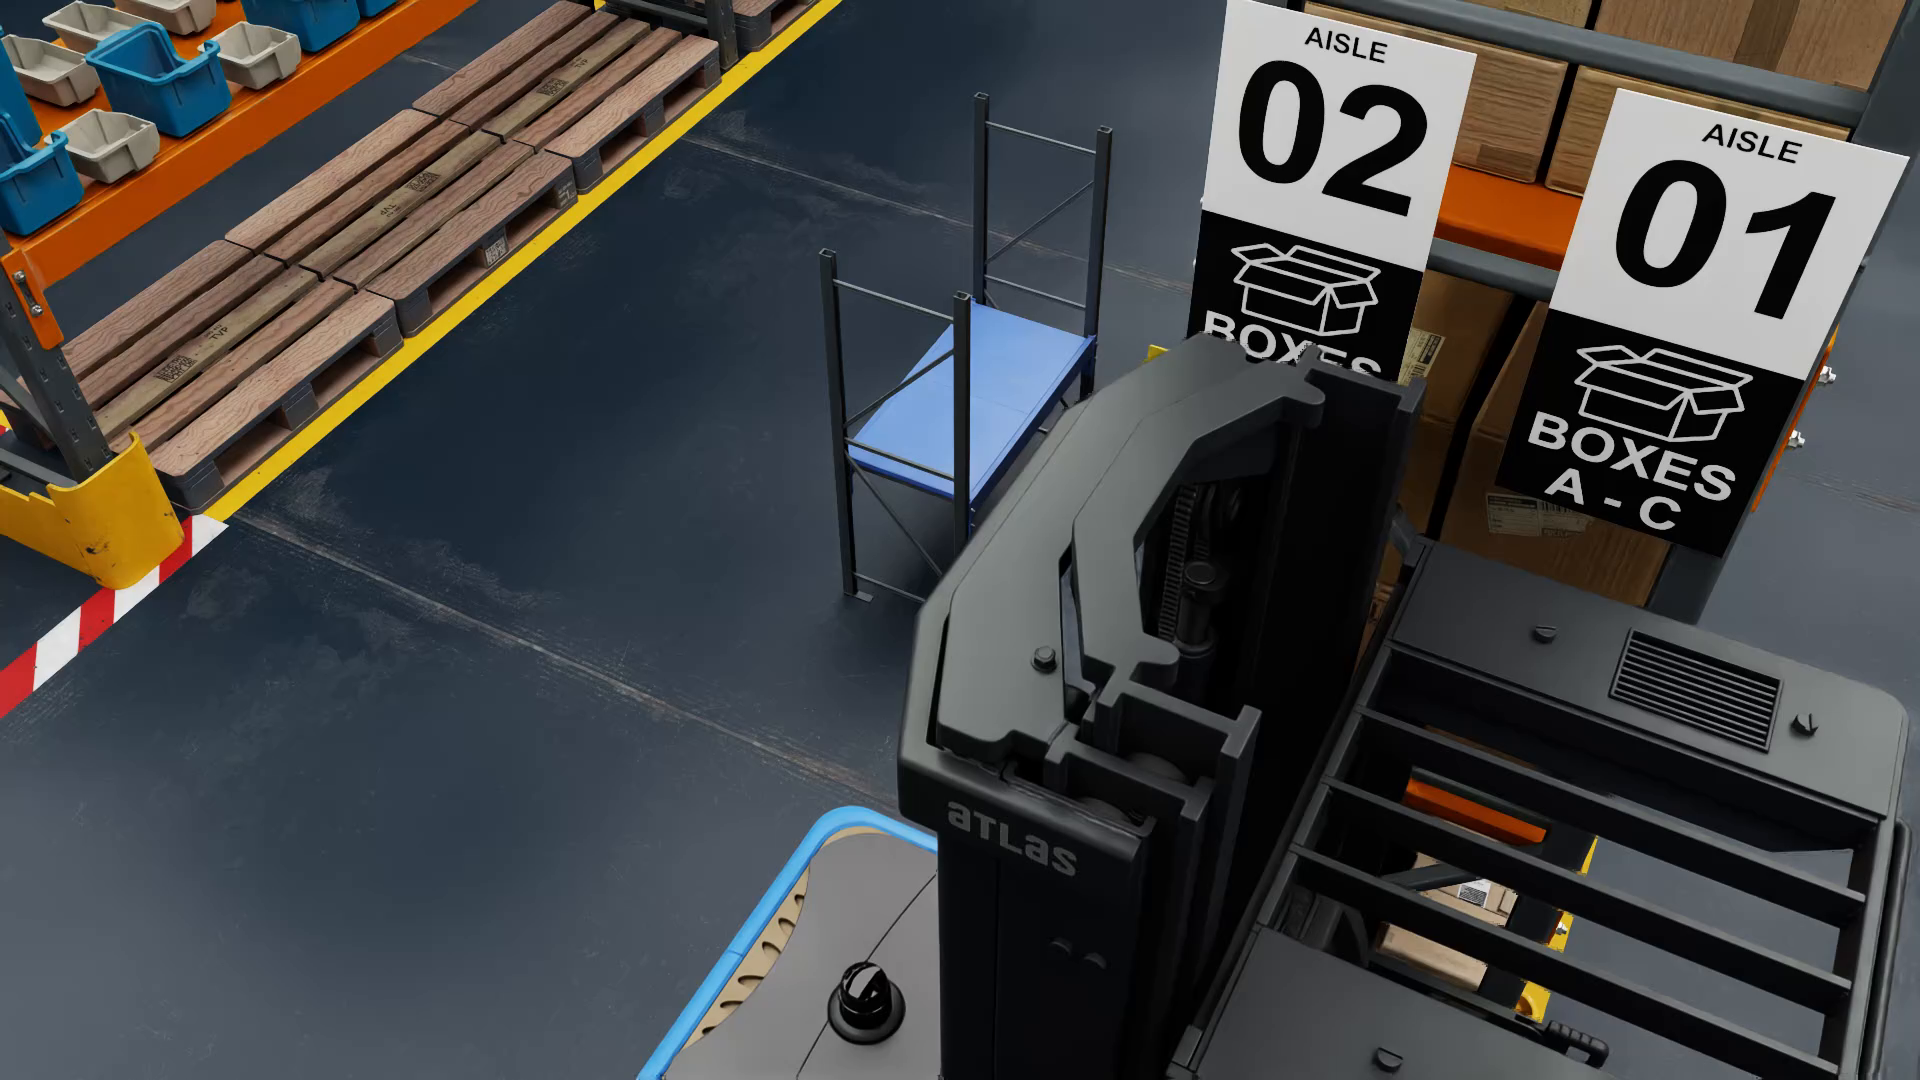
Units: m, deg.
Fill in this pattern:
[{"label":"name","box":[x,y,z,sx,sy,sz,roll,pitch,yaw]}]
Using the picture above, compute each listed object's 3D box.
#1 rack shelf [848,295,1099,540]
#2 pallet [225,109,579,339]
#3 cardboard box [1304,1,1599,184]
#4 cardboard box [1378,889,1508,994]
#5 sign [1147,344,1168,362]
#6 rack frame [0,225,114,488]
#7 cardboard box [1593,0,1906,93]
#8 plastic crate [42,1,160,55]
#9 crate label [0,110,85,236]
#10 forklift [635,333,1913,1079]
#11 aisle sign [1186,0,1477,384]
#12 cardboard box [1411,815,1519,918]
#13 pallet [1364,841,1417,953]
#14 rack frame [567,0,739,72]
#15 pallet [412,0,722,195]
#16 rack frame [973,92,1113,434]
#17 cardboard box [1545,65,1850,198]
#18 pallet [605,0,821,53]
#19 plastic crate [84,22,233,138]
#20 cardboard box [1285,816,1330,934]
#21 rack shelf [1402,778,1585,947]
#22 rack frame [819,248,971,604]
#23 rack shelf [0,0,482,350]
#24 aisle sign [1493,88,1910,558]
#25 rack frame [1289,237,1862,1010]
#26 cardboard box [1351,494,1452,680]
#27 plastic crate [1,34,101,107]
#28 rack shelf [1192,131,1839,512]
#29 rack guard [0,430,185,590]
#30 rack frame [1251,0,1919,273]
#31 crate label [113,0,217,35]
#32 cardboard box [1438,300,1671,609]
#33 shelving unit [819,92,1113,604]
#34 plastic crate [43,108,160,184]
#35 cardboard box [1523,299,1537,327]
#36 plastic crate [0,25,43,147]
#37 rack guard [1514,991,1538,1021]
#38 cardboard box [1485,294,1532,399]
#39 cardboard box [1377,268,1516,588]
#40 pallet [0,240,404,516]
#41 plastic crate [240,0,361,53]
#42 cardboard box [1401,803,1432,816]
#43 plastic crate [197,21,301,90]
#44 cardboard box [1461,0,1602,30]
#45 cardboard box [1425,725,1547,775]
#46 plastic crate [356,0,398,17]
[{"label":"rack shelf","box":[0.040,-0.455,5.898,0.538,0.185,1.000,20,49,19]},{"label":"pallet","box":[-2.504,-1.468,7.552,1.003,0.211,1.213,20,49,19]},{"label":"cardboard box","box":[0.902,-0.950,3.076,0.500,0.250,0.500,20,49,19]},{"label":"cardboard box","box":[1.396,1.160,4.690,0.380,0.149,0.250,20,49,19]},{"label":"sign","box":[0.415,-0.252,3.353,0.100,0.325,0.005,20,49,19]},{"label":"rack frame","box":[-3.488,-1.175,5.303,1.000,3.000,0.127,20,49,19]},{"label":"cardboard box","box":[1.366,-0.953,2.728,0.500,0.250,0.500,20,49,19]},{"label":"plastic crate","box":[-3.123,-1.855,6.118,0.396,0.136,0.243,20,49,19]},{"label":"crate label","box":[-3.082,-1.184,5.387,0.416,0.233,0.303,20,49,19]},{"label":"forklift","box":[0.782,1.151,3.052,3.031,2.935,1.130,20,49,19]},{"label":"aisle sign","box":[0.594,-0.510,2.817,0.394,0.787,0.004,20,49,19]},{"label":"cardboard box","box":[1.512,0.996,4.839,0.380,0.166,0.250,20,49,19]},{"label":"pallet","box":[1.302,0.892,5.220,1.003,0.211,1.213,20,49,19]},{"label":"rack frame","box":[-1.631,-3.695,7.793,1.000,3.000,0.127,20,49,19]},{"label":"pallet","box":[-1.938,-2.239,8.314,1.003,0.211,1.213,20,49,19]},{"label":"rack frame","box":[0.276,-0.901,6.086,0.500,1.500,0.032,20,49,19]},{"label":"cardboard box","box":[1.361,-0.779,2.907,0.500,0.250,0.500,20,49,19]},{"label":"pallet","box":[-1.236,-3.187,9.252,1.003,0.211,1.213,20,49,19]},{"label":"plastic crate","box":[-2.776,-1.599,5.797,0.416,0.233,0.300,20,49,19]},{"label":"cardboard box","box":[0.932,0.763,4.835,0.500,0.500,0.500,20,49,19]},{"label":"rack shelf","box":[1.826,-0.545,5.185,1.077,0.370,4.000,20,49,19]},{"label":"rack frame","box":[-0.196,-0.261,5.453,0.500,1.500,0.032,20,49,19]},{"label":"rack shelf","box":[-2.560,-2.182,6.804,1.077,0.370,4.000,20,49,19]},{"label":"aisle sign","box":[1.126,-0.311,2.621,0.394,0.787,0.004,20,49,19]},{"label":"rack frame","box":[0.897,0.462,3.684,1.000,3.000,0.127,20,49,19]},{"label":"cardboard box","box":[0.864,0.055,4.016,0.500,0.500,0.500,22,49,20]},{"label":"plastic crate","box":[-3.270,-1.677,5.942,0.396,0.136,0.243,20,49,19]},{"label":"rack shelf","box":[1.826,-1.599,4.118,1.077,0.370,4.000,20,49,19]},{"label":"rack guard","box":[-3.488,-0.277,6.173,1.175,0.500,0.348,20,49,19]},{"label":"rack frame","box":[0.897,-1.646,1.550,1.000,3.000,0.127,20,49,19]},{"label":"crate label","box":[-3.015,-2.039,6.299,0.396,0.136,0.243,20,49,19]},{"label":"cardboard box","box":[1.337,-0.117,3.483,0.500,0.500,0.500,22,49,20]},{"label":"shelving unit","box":[0.040,-0.581,5.770,0.538,1.500,1.048,20,49,19]},{"label":"plastic crate","box":[-2.860,-1.325,5.594,0.250,0.136,0.298,20,49,19]},{"label":"cardboard box","box":[1.573,-0.449,3.811,0.500,0.500,0.500,21,49,19]},{"label":"plastic crate","box":[-3.498,-1.481,5.538,0.616,0.435,0.499,20,49,19]},{"label":"rack guard","box":[0.933,1.293,4.620,1.175,0.500,0.348,20,49,19]},{"label":"cardboard box","box":[1.094,-0.614,3.974,0.500,0.500,0.500,22,49,20]},{"label":"cardboard box","box":[0.860,-0.295,3.660,0.500,0.500,0.500,20,49,19]},{"label":"pallet","box":[-3.071,-0.702,6.795,1.003,0.211,1.213,20,49,19]},{"label":"plastic crate","box":[-2.471,-2.014,6.207,0.416,0.233,0.300,20,49,19]},{"label":"cardboard box","box":[1.633,0.710,5.063,0.500,0.250,0.500,20,49,19]},{"label":"plastic crate","box":[-2.545,-1.753,6.016,0.250,0.136,0.298,20,49,19]},{"label":"cardboard box","box":[0.910,-1.123,2.896,0.500,0.250,0.500,20,49,19]},{"label":"cardboard box","box":[1.337,0.235,3.839,0.500,0.500,0.500,21,49,20]},{"label":"plastic crate","box":[-2.332,-2.203,6.394,0.416,0.233,0.300,20,49,19]}]
